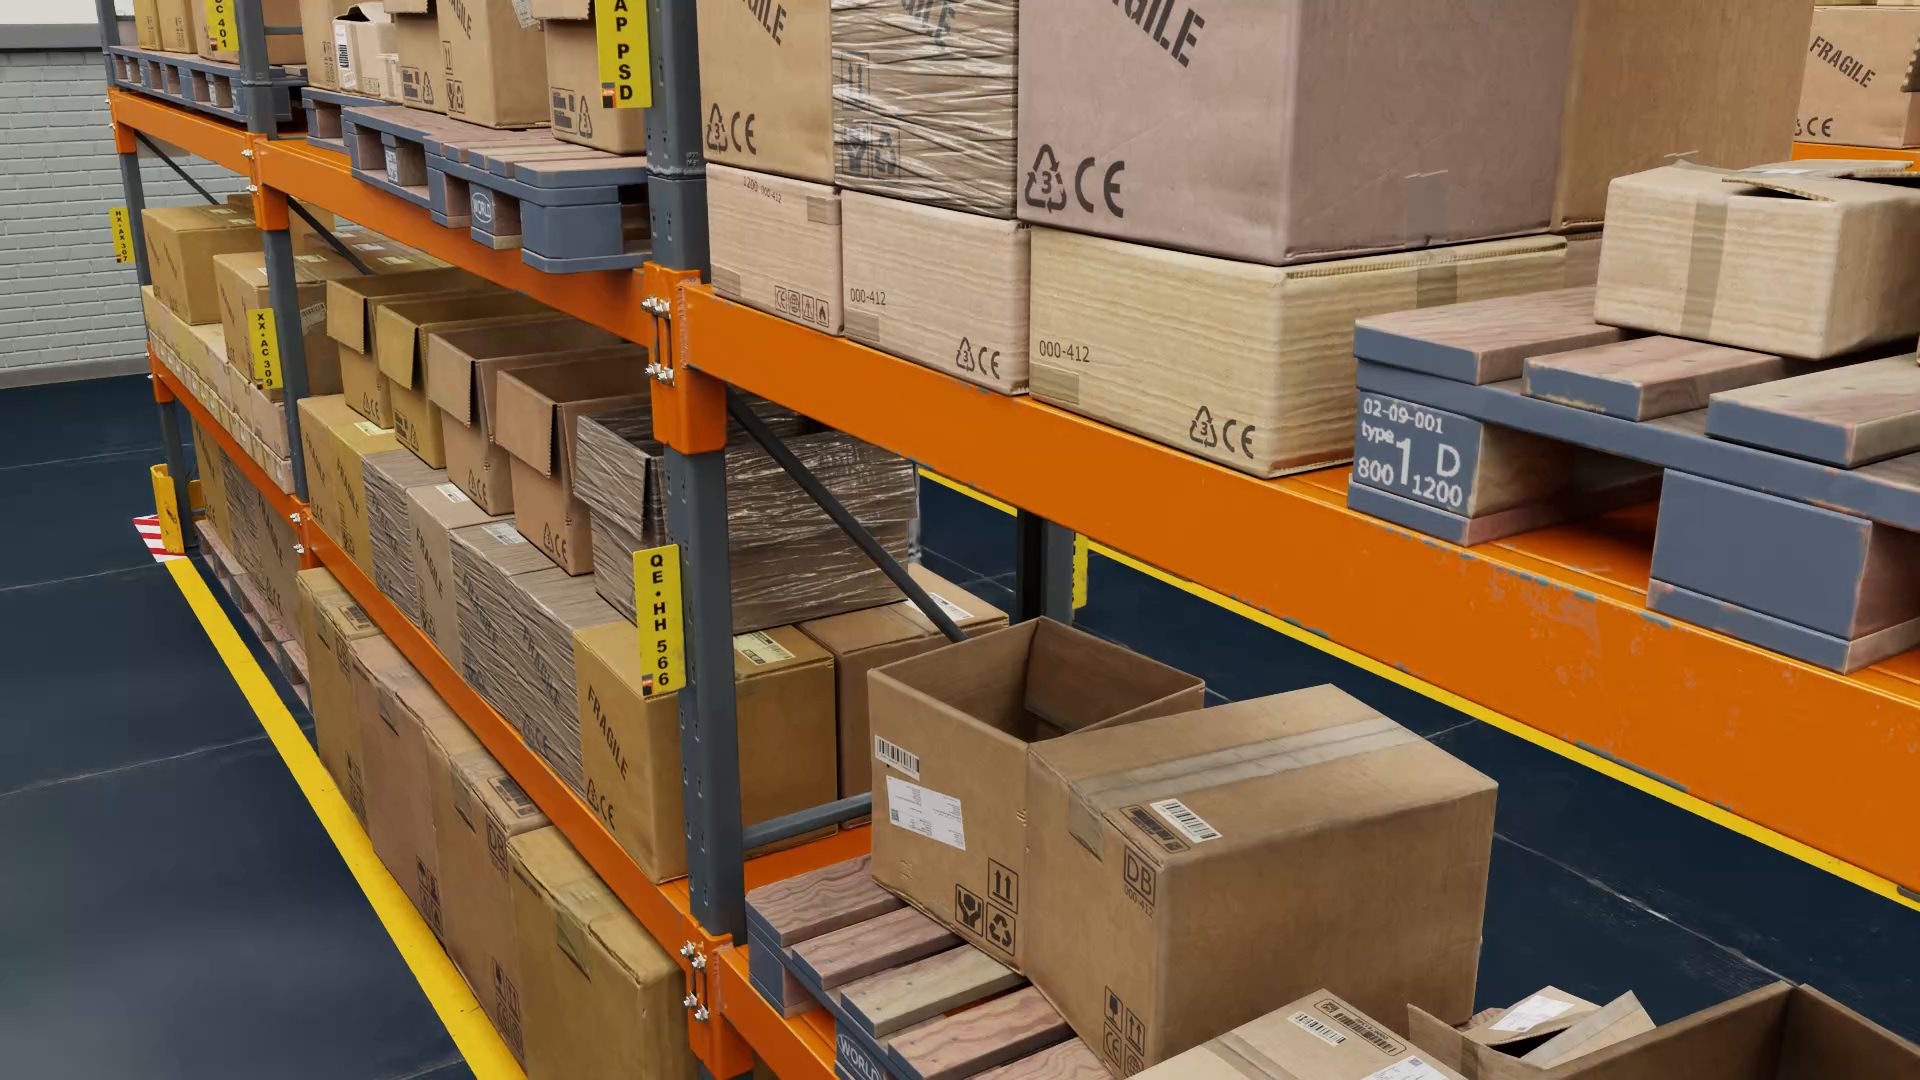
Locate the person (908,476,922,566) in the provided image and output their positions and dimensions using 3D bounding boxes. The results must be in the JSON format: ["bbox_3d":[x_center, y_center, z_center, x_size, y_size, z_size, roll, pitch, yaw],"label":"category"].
[{"bbox_3d":[-0.461,-0.696,10.125,0.535,1.618,0.935,-7,19,-20],"label":"person"}]
